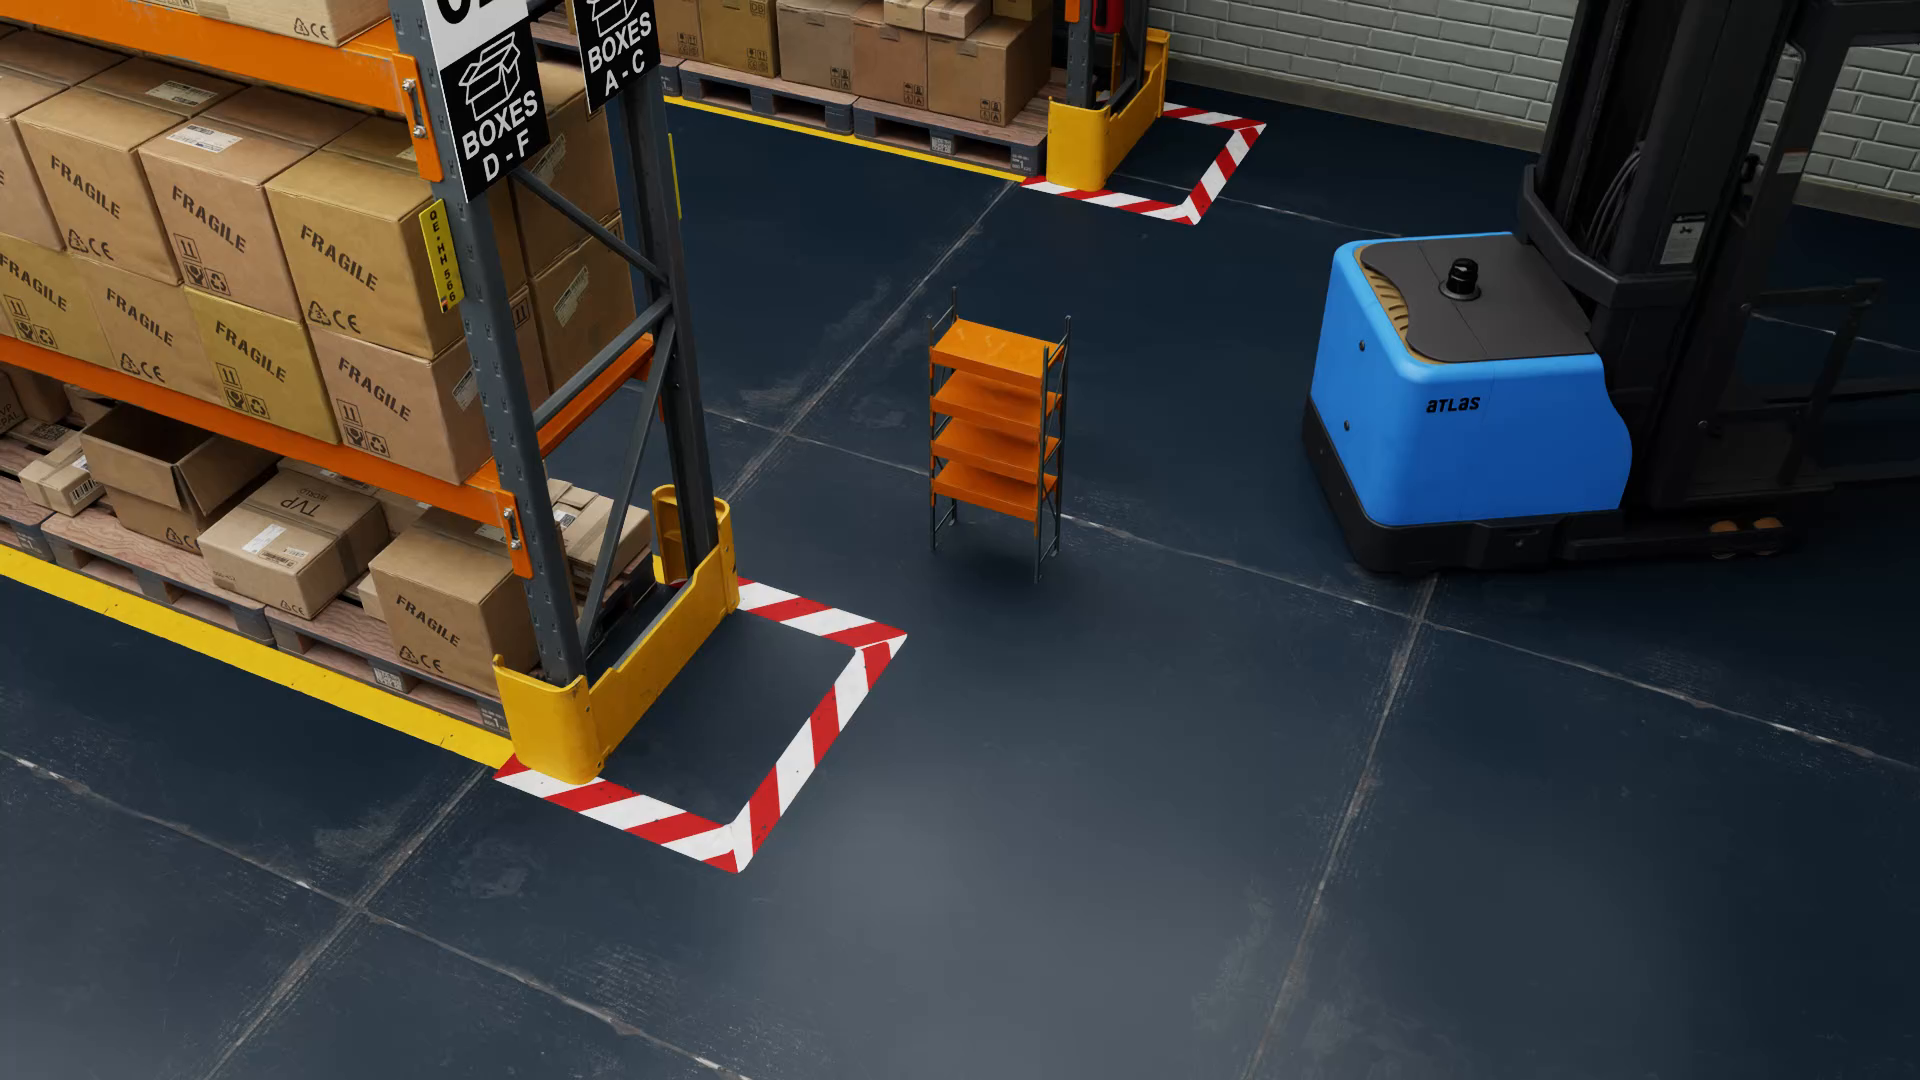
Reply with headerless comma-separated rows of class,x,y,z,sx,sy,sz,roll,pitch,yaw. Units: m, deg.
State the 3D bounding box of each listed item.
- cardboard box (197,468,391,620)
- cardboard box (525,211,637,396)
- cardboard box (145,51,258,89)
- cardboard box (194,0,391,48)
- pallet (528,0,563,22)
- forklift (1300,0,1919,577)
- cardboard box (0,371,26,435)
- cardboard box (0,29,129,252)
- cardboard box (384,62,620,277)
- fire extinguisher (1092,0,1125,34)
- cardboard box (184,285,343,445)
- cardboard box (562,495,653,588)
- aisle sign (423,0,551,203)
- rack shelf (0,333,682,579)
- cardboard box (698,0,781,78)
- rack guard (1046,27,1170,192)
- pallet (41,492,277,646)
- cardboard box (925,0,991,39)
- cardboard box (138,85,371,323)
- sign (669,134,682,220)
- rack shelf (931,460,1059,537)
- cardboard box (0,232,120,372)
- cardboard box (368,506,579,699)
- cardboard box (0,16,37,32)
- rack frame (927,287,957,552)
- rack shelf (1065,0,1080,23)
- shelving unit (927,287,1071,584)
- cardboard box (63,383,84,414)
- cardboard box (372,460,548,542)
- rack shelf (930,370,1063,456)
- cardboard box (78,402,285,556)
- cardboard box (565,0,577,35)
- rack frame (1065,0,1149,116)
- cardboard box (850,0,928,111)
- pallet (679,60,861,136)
cardboard box,-2.677,0.008,6.713,0.500,0.250,0.500,17,44,19
cardboard box,-1.523,-0.896,5.917,0.500,0.500,0.500,18,44,20
cardboard box,-2.451,-1.556,5.915,0.500,0.500,0.500,18,44,19
cardboard box,-1.809,-1.642,4.678,0.500,0.250,0.500,17,44,19
pallet,-3.497,-3.743,11.408,1.213,0.211,1.003,17,44,19
forklift,3.130,-1.369,6.591,3.031,2.935,1.130,-4,41,-5
cardboard box,-4.568,-0.592,7.360,0.500,0.311,0.500,17,44,19
cardboard box,-3.147,-1.377,5.709,0.500,0.500,0.500,18,44,20
cardboard box,-1.523,-1.274,5.590,0.500,0.500,0.500,18,44,20
fire extinguisher,0.801,-3.035,8.805,0.183,0.674,0.296,17,44,19
cardboard box,-2.225,-0.721,5.715,0.500,0.500,0.500,17,44,19
cardboard box,-1.466,0.012,6.787,0.250,0.149,0.380,17,44,19
aisle sign,-1.300,-1.361,4.545,0.004,0.787,0.394,17,44,19
rack shelf,-3.044,-0.861,6.502,4.000,0.370,1.077,17,44,19
cardboard box,-1.213,-3.290,10.343,0.500,0.500,0.700,18,44,20
rack guard,0.881,-2.569,9.832,0.348,0.500,1.175,17,44,19
pallet,-3.125,-0.105,7.210,1.213,0.211,1.003,17,44,19
cardboard box,-0.011,-3.041,9.561,0.250,0.149,0.380,16,44,18
cardboard box,-2.210,-1.094,5.382,0.500,0.500,0.500,18,44,20
sign,-1.003,-1.228,5.716,0.005,0.325,0.100,17,44,19
rack shelf,0.150,-0.207,6.978,0.480,0.148,0.258,17,44,19
cardboard box,-3.131,-1.002,6.039,0.500,0.500,0.500,16,44,18
cardboard box,-1.829,0.195,6.308,0.500,0.500,0.500,17,44,19
cardboard box,-3.367,-1.836,6.238,0.500,0.500,0.500,17,44,19
rack frame,-0.071,-0.475,6.882,0.015,1.200,0.240,17,44,19
rack shelf,-0.953,-3.802,9.896,4.000,0.370,1.077,17,44,19
shelving unit,0.150,-0.408,6.804,0.503,1.200,0.258,17,44,19
cardboard box,-3.855,-0.718,7.629,0.250,0.149,0.380,17,44,19
cardboard box,-2.058,-0.164,6.912,0.500,0.250,0.500,17,44,19
rack shelf,0.150,-0.526,6.702,0.480,0.148,0.258,17,44,19
cardboard box,-3.152,-0.392,6.983,0.637,0.503,0.797,17,44,19
cardboard box,-2.131,-3.574,10.671,0.500,0.500,0.700,18,44,19
rack frame,0.859,-3.520,9.021,0.127,3.000,1.000,17,44,19
cardboard box,-0.271,-3.007,10.017,0.500,0.500,0.700,17,44,19
pallet,-1.000,-2.980,10.527,1.213,0.211,1.003,17,44,19
